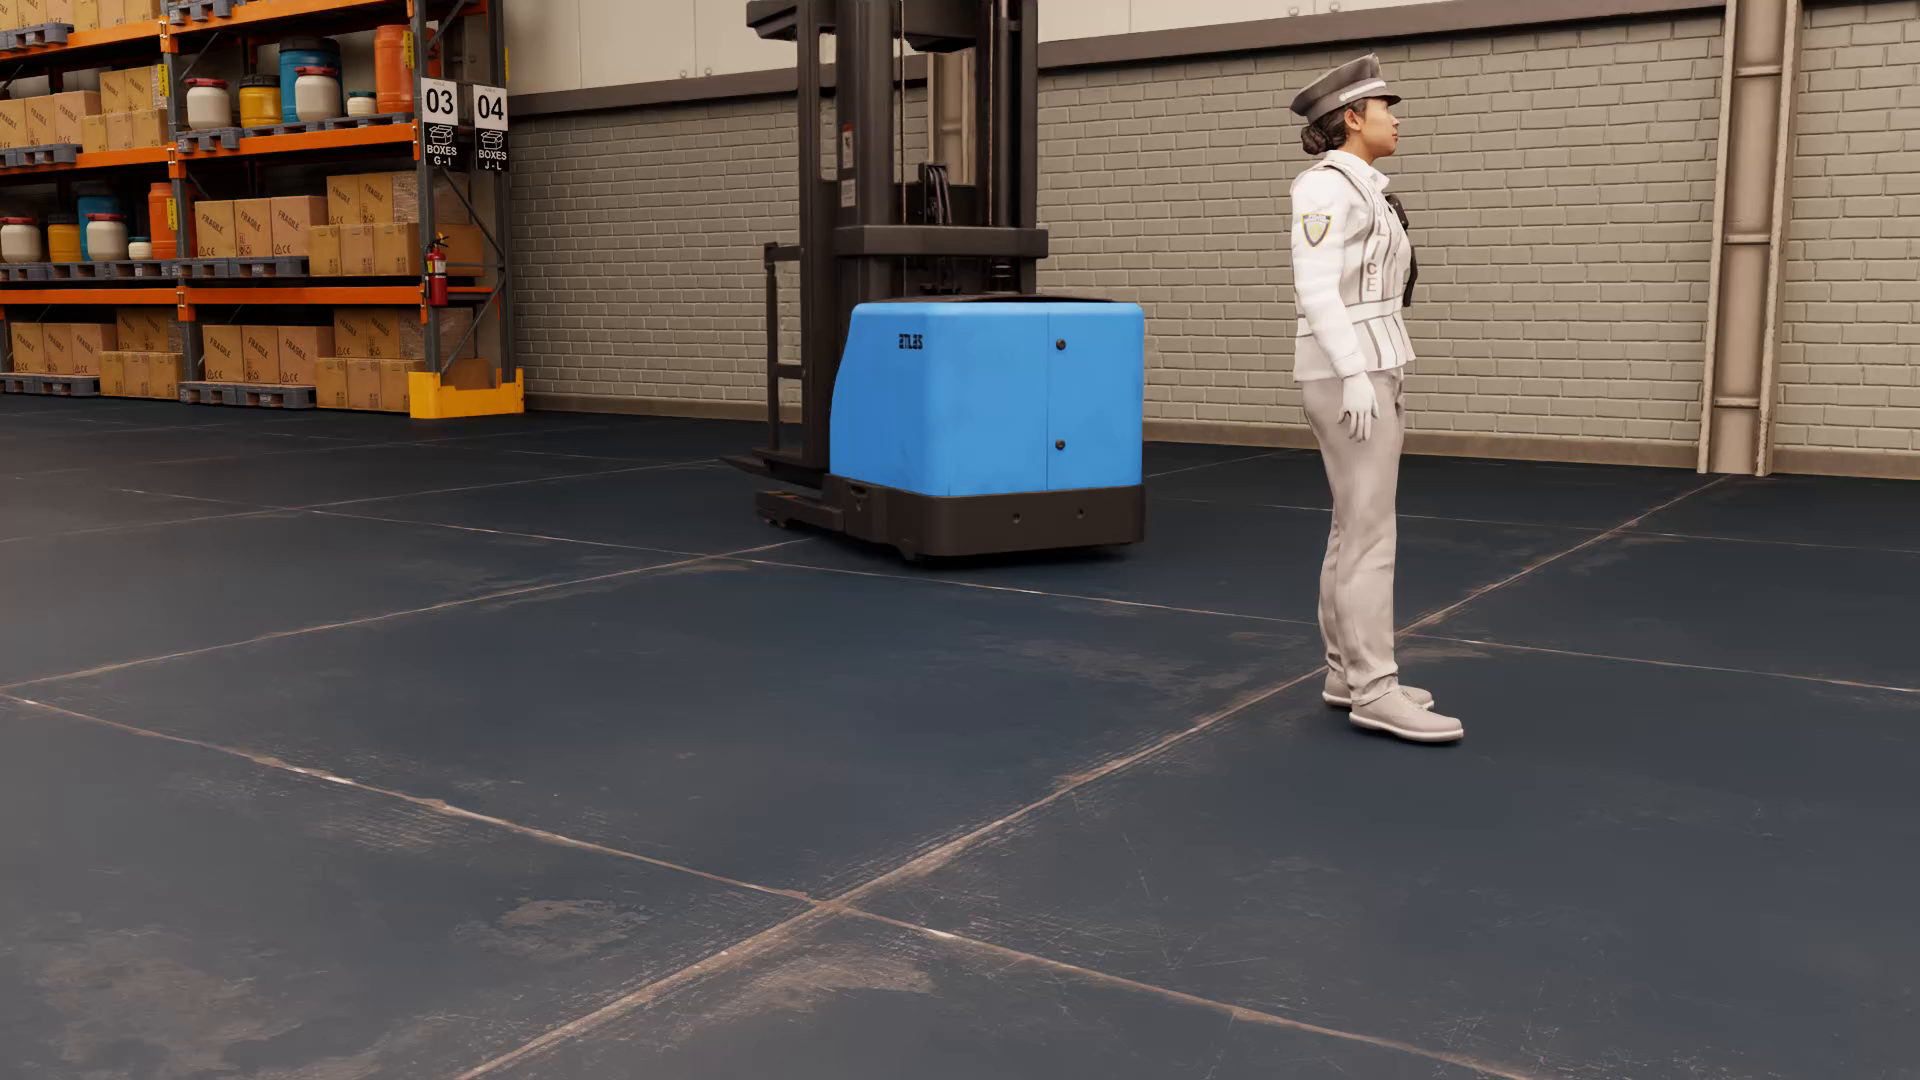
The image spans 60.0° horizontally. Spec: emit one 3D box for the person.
[{"bbox_3d":[1.087,-0.390,4.277,0.532,1.695,0.588,4,9,24],"label":"person"}]

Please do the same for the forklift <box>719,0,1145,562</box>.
[{"bbox_3d":[-0.347,-1.531,7.960,1.130,2.935,3.031,-4,9,-28],"label":"forklift"}]
